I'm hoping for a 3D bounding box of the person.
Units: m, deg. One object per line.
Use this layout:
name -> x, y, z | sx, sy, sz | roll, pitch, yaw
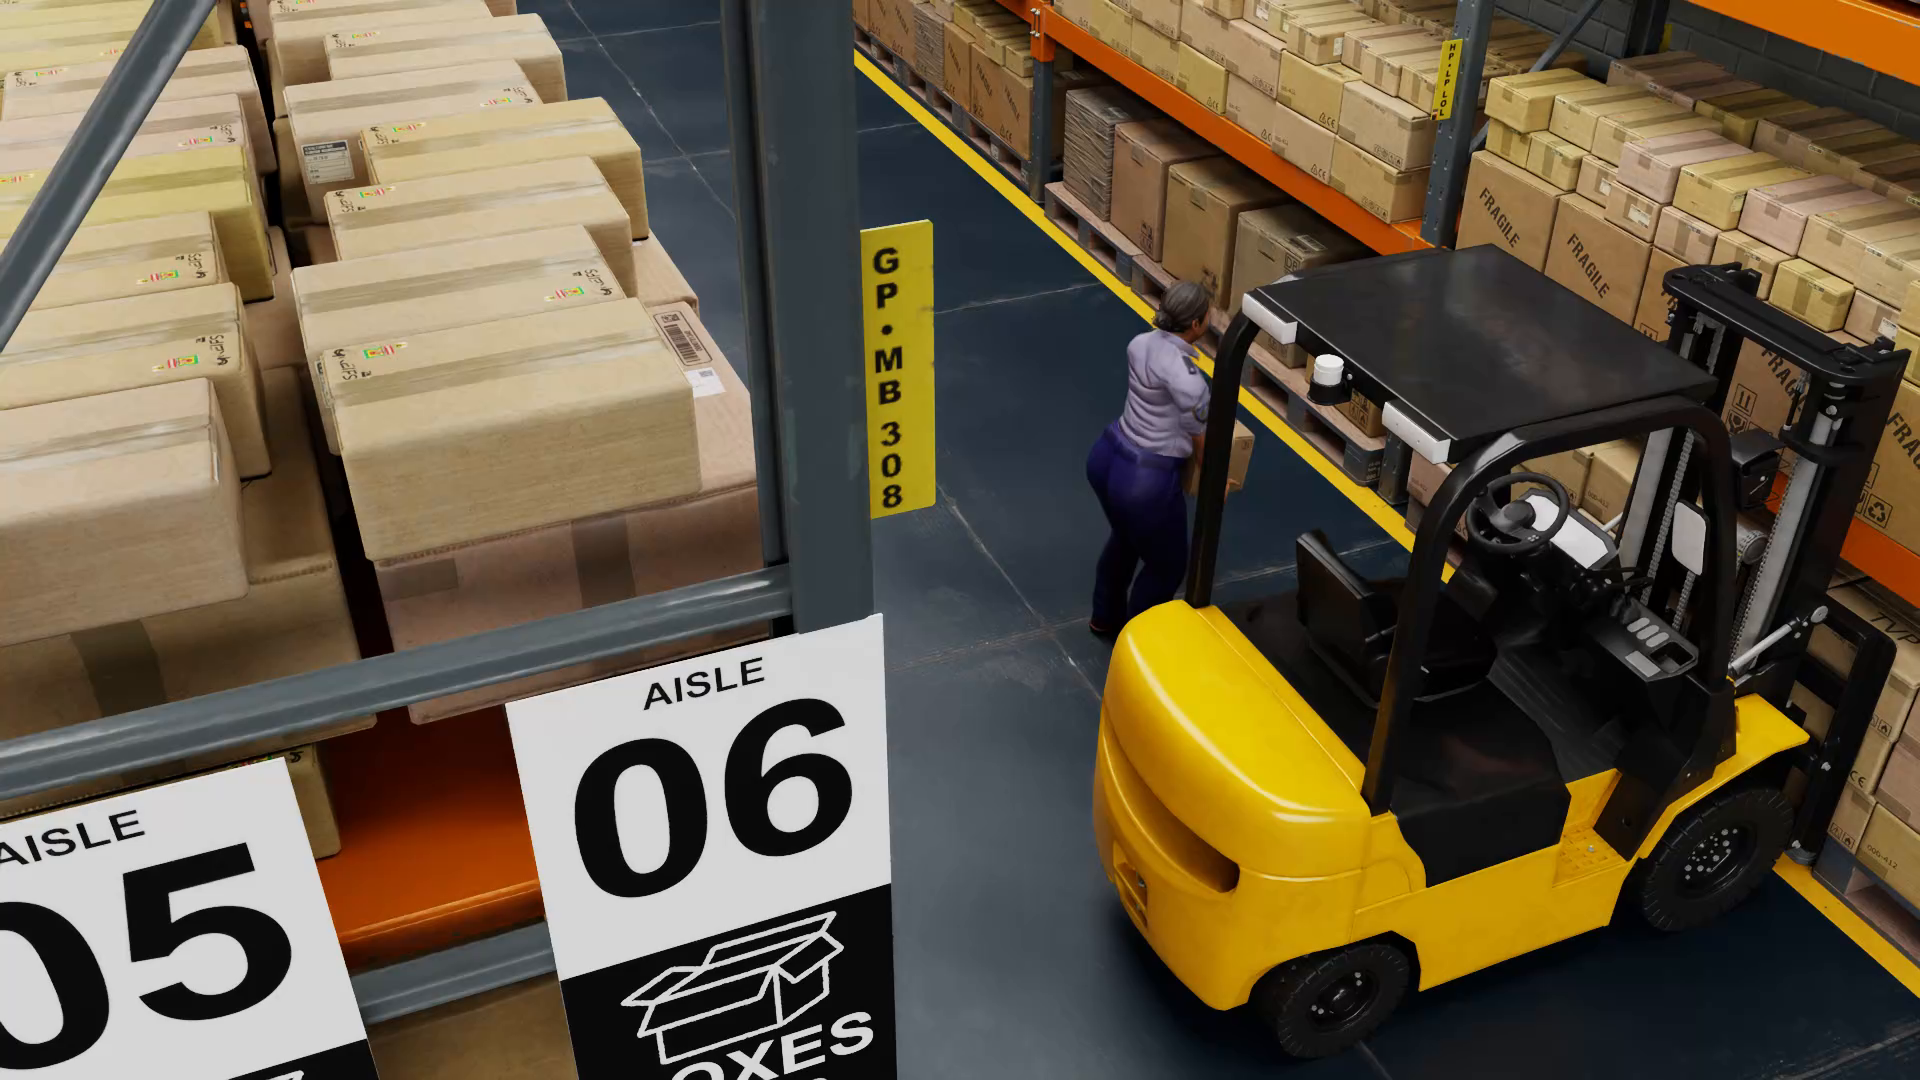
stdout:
person -> 0.793, -0.261, 6.576 | 0.559, 1.625, 0.436 | -14, 36, -20
